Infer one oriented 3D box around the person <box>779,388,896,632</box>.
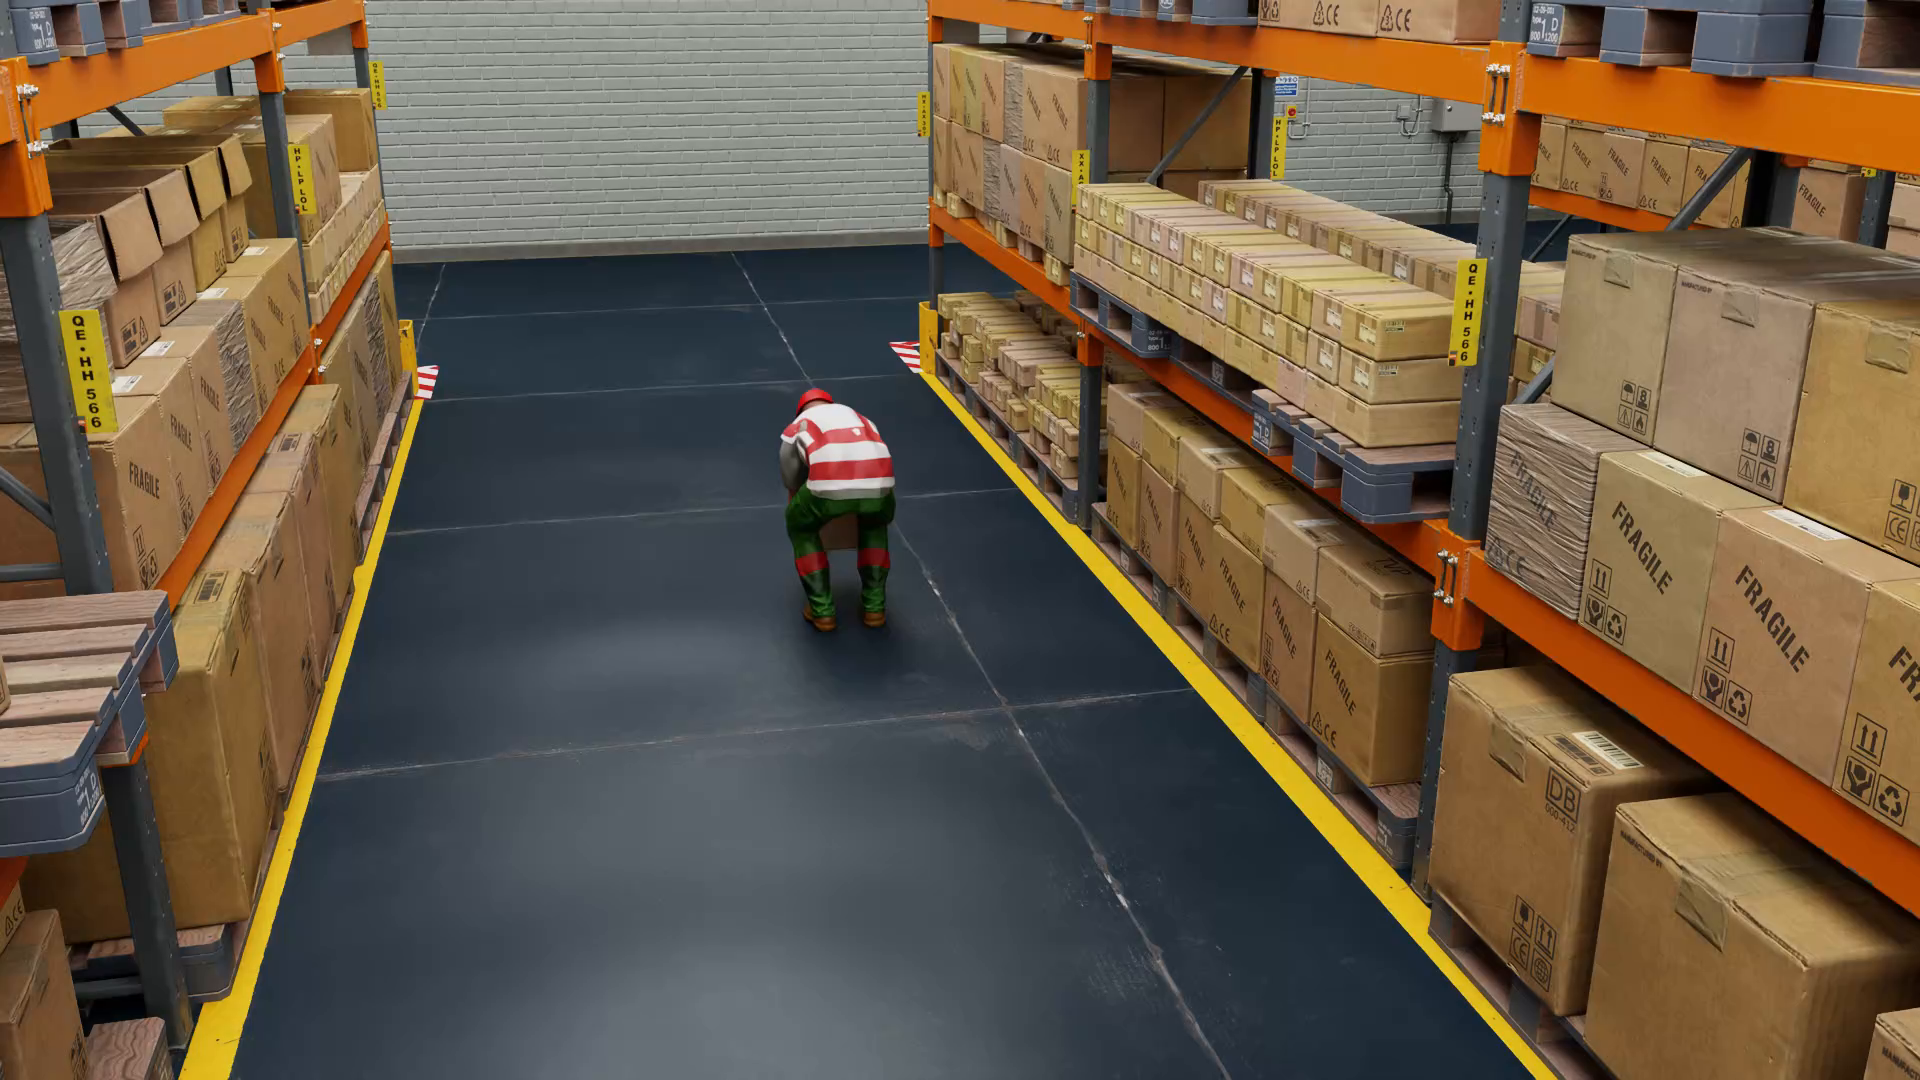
[{"bbox_3d":[-0.604,-0.150,8.103,0.533,1.026,0.958,-5,20,-15],"label":"person"}]
